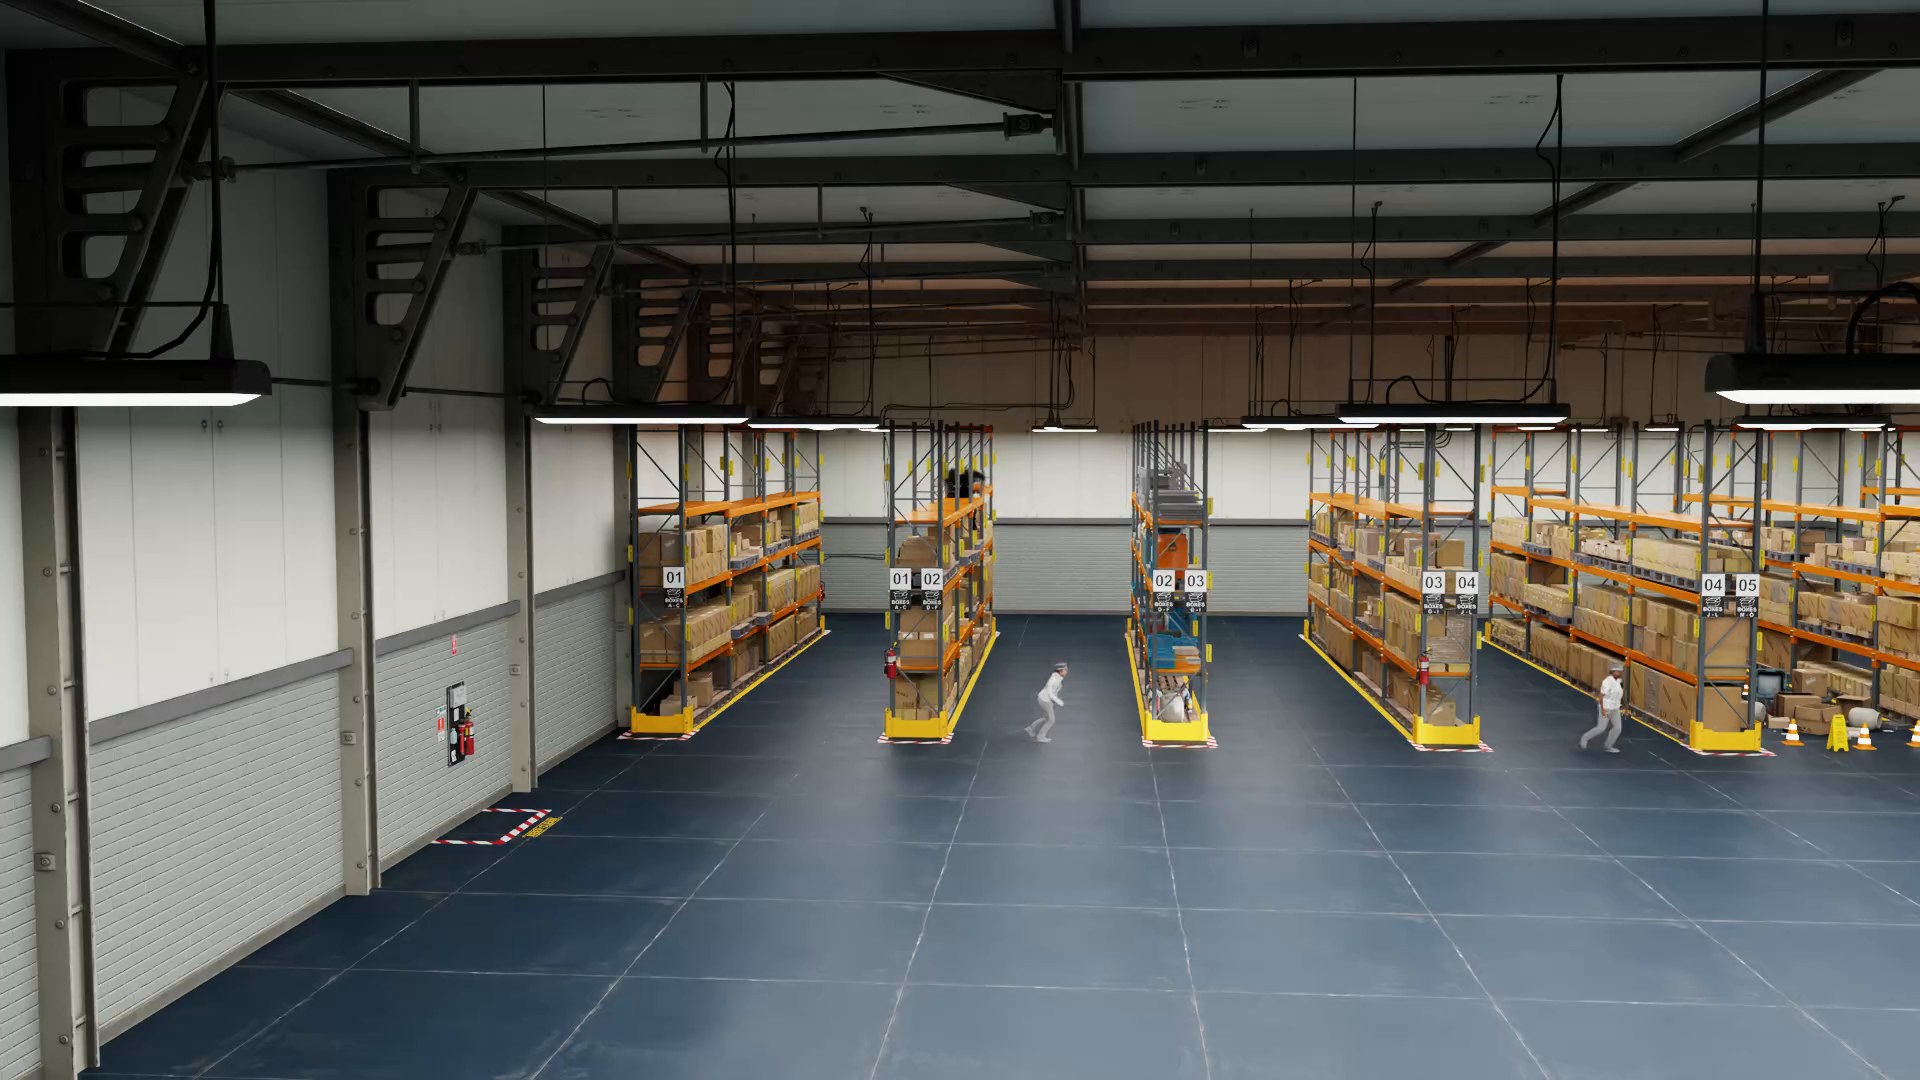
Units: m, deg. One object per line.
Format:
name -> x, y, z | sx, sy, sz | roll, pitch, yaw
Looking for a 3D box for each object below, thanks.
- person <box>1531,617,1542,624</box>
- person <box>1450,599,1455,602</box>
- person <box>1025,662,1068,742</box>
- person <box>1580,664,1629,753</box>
person -> 16.768, 1.849, 48.367 | 0.728, 1.661, 0.633 | -2, 4, -31
person -> 13.660, 1.962, 46.740 | 0.464, 1.670, 0.804 | 0, 4, 5
person -> 1.608, 3.012, 30.921 | 0.837, 1.510, 0.578 | 1, 4, 11
person -> 11.619, 3.020, 29.978 | 0.748, 1.620, 0.621 | -2, 4, -27
